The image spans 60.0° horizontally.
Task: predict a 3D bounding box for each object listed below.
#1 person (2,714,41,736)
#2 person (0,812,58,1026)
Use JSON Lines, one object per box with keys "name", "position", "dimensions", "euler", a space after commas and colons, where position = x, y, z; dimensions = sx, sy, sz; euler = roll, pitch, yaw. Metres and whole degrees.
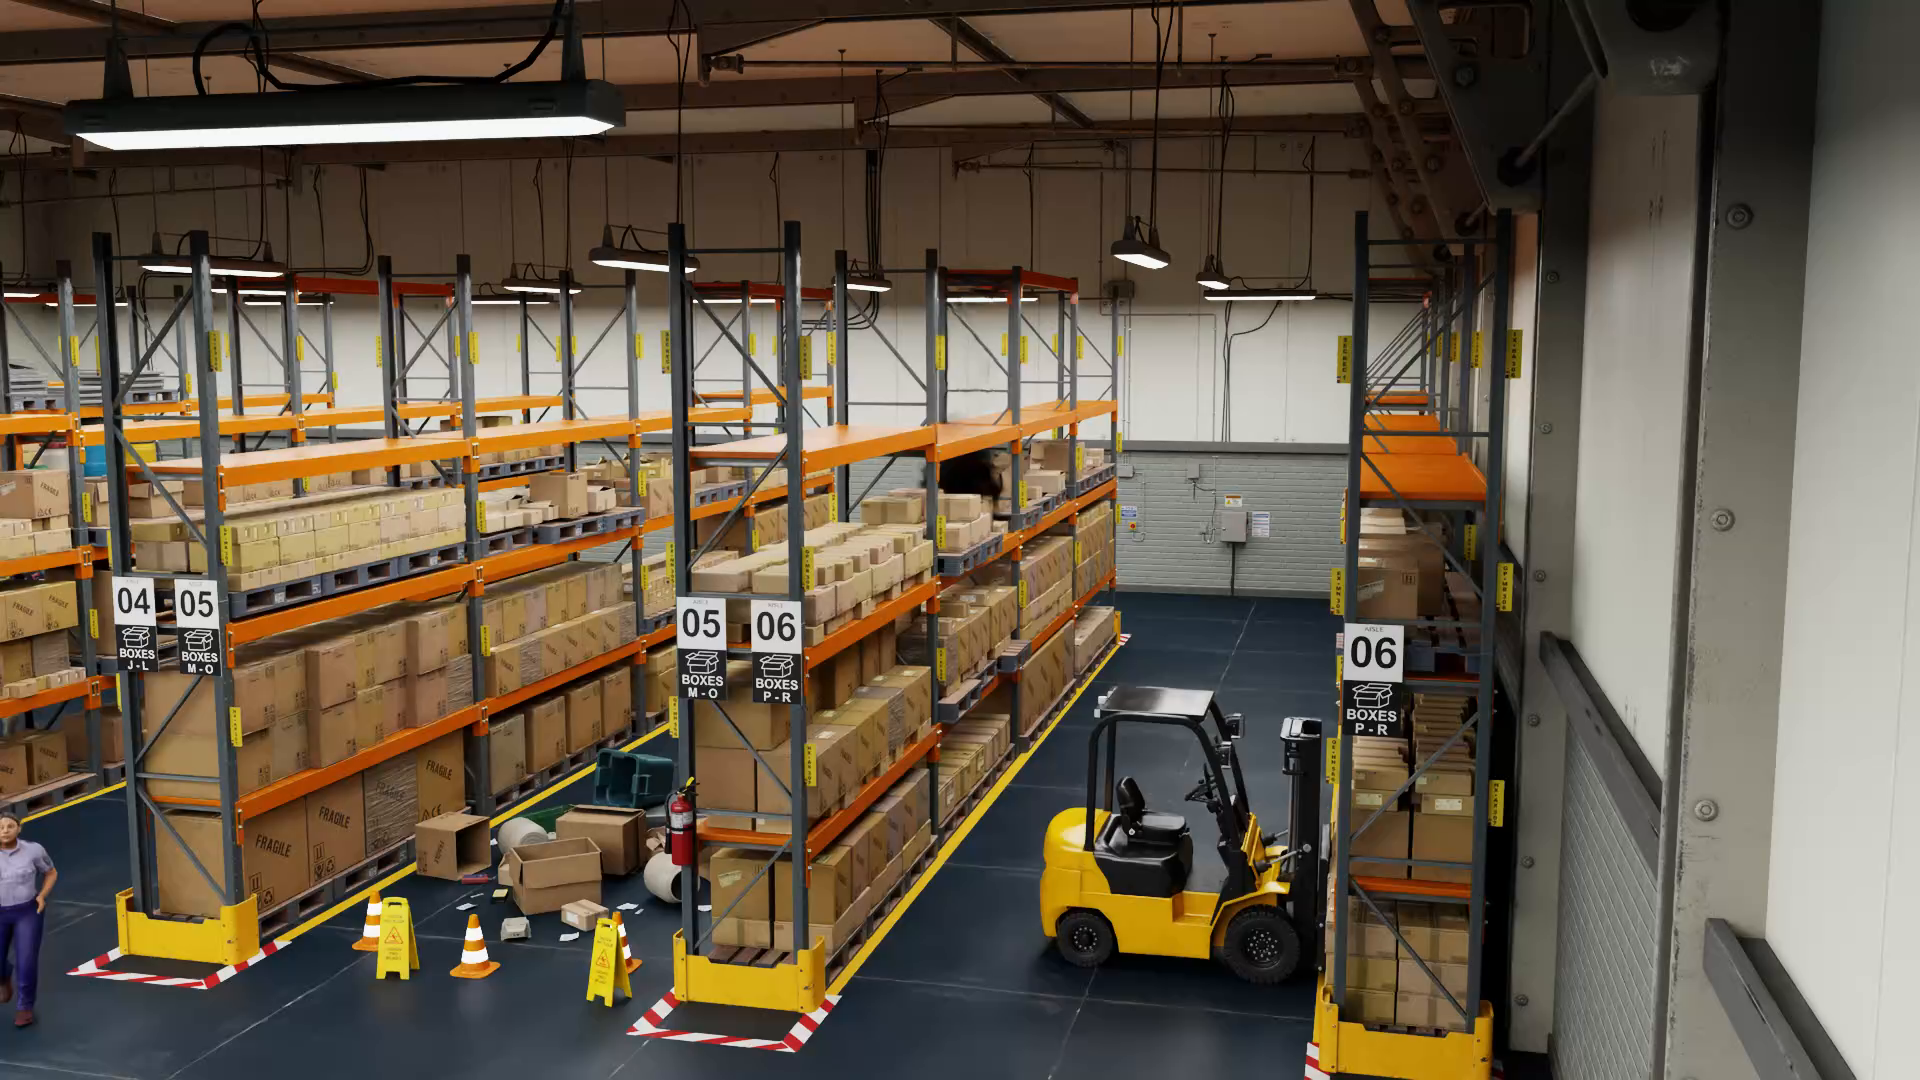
{"name": "person", "position": [-11.610, 1.847, 20.415], "dimensions": [0.518, 1.696, 0.887], "euler": [2, 7, 14]}
{"name": "person", "position": [-7.175, 2.844, 12.622], "dimensions": [0.605, 1.593, 0.578], "euler": [-3, 8, -26]}
